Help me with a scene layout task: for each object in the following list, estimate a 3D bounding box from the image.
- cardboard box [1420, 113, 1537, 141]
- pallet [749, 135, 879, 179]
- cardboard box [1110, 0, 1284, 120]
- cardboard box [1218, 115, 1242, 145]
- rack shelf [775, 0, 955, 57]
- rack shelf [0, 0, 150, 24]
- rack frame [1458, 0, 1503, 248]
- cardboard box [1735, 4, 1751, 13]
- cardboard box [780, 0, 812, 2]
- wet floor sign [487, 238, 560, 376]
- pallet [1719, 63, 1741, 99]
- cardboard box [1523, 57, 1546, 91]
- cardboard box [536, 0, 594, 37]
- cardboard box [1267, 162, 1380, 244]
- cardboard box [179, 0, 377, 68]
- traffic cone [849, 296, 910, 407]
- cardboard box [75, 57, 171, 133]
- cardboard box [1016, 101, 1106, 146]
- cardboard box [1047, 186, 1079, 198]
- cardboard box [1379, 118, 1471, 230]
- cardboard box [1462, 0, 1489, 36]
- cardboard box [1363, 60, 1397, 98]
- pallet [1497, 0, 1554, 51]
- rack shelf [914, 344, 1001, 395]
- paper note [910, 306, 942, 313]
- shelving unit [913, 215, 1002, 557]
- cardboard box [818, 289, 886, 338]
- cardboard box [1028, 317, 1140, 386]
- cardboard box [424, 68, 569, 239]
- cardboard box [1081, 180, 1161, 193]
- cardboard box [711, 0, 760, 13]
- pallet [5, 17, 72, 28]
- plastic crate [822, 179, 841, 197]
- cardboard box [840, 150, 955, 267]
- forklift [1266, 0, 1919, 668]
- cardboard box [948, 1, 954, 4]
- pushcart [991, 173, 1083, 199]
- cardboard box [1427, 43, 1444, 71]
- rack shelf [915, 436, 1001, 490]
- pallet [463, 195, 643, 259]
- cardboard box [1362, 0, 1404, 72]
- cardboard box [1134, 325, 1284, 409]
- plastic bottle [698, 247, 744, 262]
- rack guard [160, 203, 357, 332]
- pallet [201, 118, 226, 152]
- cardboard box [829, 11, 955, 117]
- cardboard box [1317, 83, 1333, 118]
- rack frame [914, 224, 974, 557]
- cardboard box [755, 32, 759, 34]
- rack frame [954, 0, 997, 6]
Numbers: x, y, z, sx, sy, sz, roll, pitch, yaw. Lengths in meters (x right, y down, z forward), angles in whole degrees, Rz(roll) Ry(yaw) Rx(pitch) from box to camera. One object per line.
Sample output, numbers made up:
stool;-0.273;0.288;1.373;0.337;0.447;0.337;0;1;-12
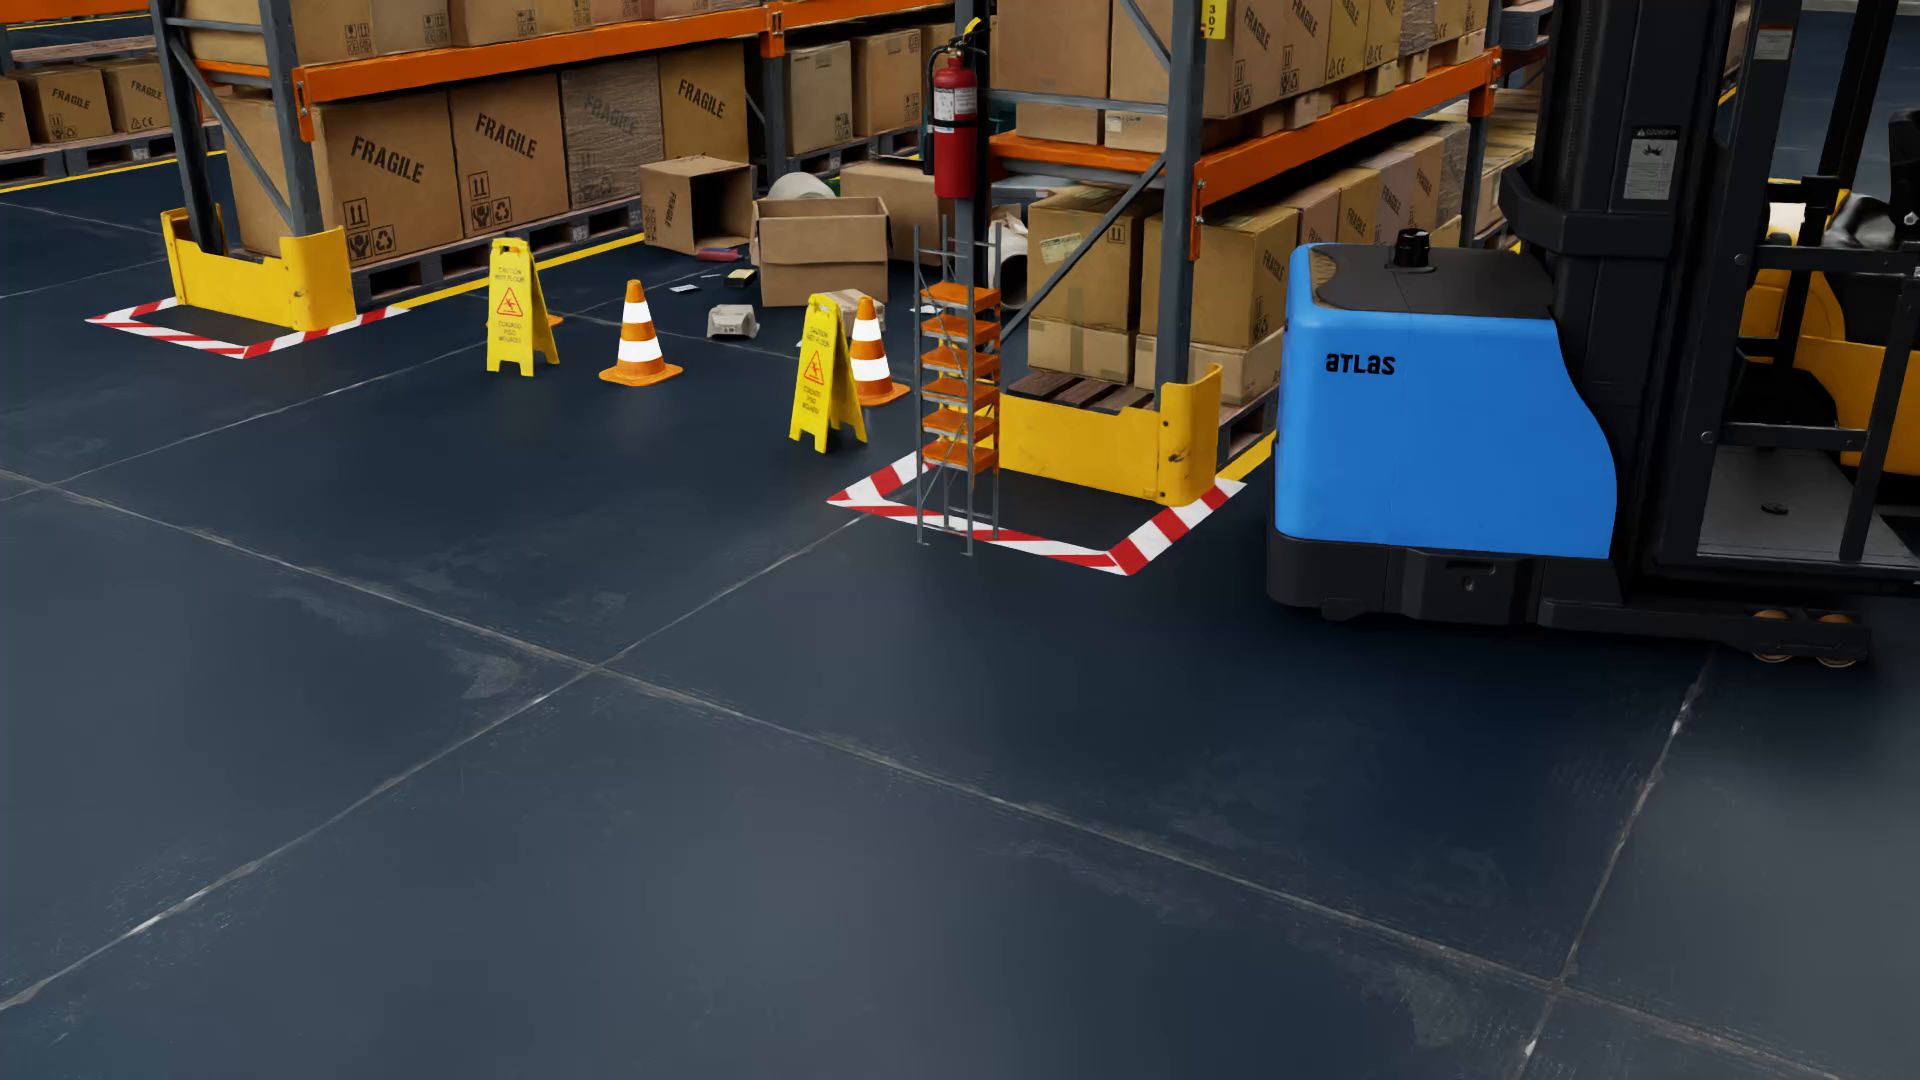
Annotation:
cardboard box;3.561;-2.645;11.364;0.950;0.372;0.625;15;28;31
pallet;-1.370;-3.002;12.920;1.003;0.211;1.213;14;27;29
cardboard box;0.921;-1.937;6.448;0.500;0.500;0.500;13;27;28
cardboard box;0.911;-1.697;6.710;0.380;0.149;0.250;14;27;30
rack shelf;-0.658;-4.351;13.430;1.077;0.370;4.000;14;27;29
rack shelf;-6.929;-4.074;12.791;1.077;0.370;4.000;14;27;29
rack frame;2.545;-3.003;9.410;1.000;3.000;0.127;14;27;29
cardboard box;8.136;-5.515;17.911;0.875;0.438;0.875;15;27;30
cardboard box;-1.207;-4.173;11.988;0.500;0.500;0.500;14;27;30
wet floor sign;-2.157;-1.151;8.096;0.267;0.644;0.232;9;25;20
pallet;7.233;-4.663;16.756;1.003;0.211;1.213;14;27;29
cardboard box;5.090;-3.786;13.366;0.875;0.875;0.875;14;27;28
cardboard box;-2.748;-3.400;10.139;0.875;0.550;0.500;14;27;29
cardboard box;1.651;-1.495;7.916;0.500;0.500;0.500;14;27;30
cardboard box;-3.666;-2.859;8.891;0.875;0.550;0.550;14;27;29
traffic cone;-0.434;-0.904;7.756;0.336;0.463;0.334;14;27;29
cardboard box;-6.675;-3.577;13.356;0.500;0.500;0.500;11;26;24
cardboard box;0.451;-1.708;6.737;0.380;0.149;0.250;15;28;31
cardboard box;0.824;-1.780;9.730;0.500;0.500;0.500;-7;24;-17
cardboard box;2.461;-2.022;9.133;0.500;0.500;0.500;13;27;28
cardboard box;2.522;-2.983;8.865;0.500;0.500;0.500;13;27;28
cardboard box;1.836;-2.197;7.865;0.380;0.149;0.250;14;27;29
pallet;3.072;-3.142;9.974;1.003;0.211;1.213;14;27;29
rack shelf;-0.008;-0.615;5.970;0.258;0.103;0.180;14;27;29
paper note;-0.182;-1.276;9.174;0.142;0.019;0.148;-17;29;-35
shelving unit;-0.008;-0.546;6.000;0.258;1.200;0.189;14;27;29
cardboard box;-0.590;-1.210;8.857;0.250;0.149;0.380;-12;26;-26
cardboard box;0.646;-0.921;7.534;0.500;0.250;0.500;14;27;29
cardboard box;-3.059;-2.414;10.196;0.875;0.875;0.875;13;27;28
cardboard box;0.773;-1.688;7.546;0.380;0.149;0.250;15;27;30
cardboard box;-1.898;-3.948;11.405;0.875;0.550;0.550;14;27;29
pallet;-12.645;-6.957;22.056;1.003;0.211;1.213;14;27;29
plastic crate;-0.692;-2.409;11.505;0.662;0.188;0.450;-12;16;-26
cardboard box;-0.303;-2.010;10.089;0.797;0.637;0.503;14;27;29
forklift;2.608;-1.166;5.254;3.031;2.935;1.130;4;24;9
cardboard box;-0.294;-7.807;22.655;0.875;0.875;0.875;14;27;29
pushcart;0.582;-2.260;10.996;1.648;0.377;0.936;5;24;11
cardboard box;2.305;-2.558;8.699;0.380;0.149;0.250;14;27;29
rack shelf;-0.008;-0.285;6.113;0.258;0.103;0.180;14;27;29
pallet;-2.824;-2.073;10.772;1.003;0.211;1.213;14;27;29
cardboard box;1.720;-2.458;7.652;0.500;0.500;0.500;13;27;28
cardboard box;1.096;-0.798;7.250;0.500;0.250;0.500;14;27;29
plastic bottle;-1.454;-1.751;10.219;0.283;0.061;0.133;5;24;11
rack guard;-3.836;-1.501;9.087;1.175;0.500;0.348;14;27;29
pallet;-6.198;-3.566;14.221;1.003;0.211;1.213;14;27;29
cardboard box;-0.459;-4.034;14.095;1.050;0.750;0.750;14;27;30
cardboard box;1.401;-1.940;7.271;0.380;0.149;0.250;15;27;30
rack frame;-0.056;-0.515;5.929;0.240;1.200;0.006;14;27;29
cardboard box;-2.905;-6.175;18.884;1.225;0.875;0.875;14;27;29
rack frame;0.397;-5.356;14.846;1.000;3.000;0.127;14;27;29
